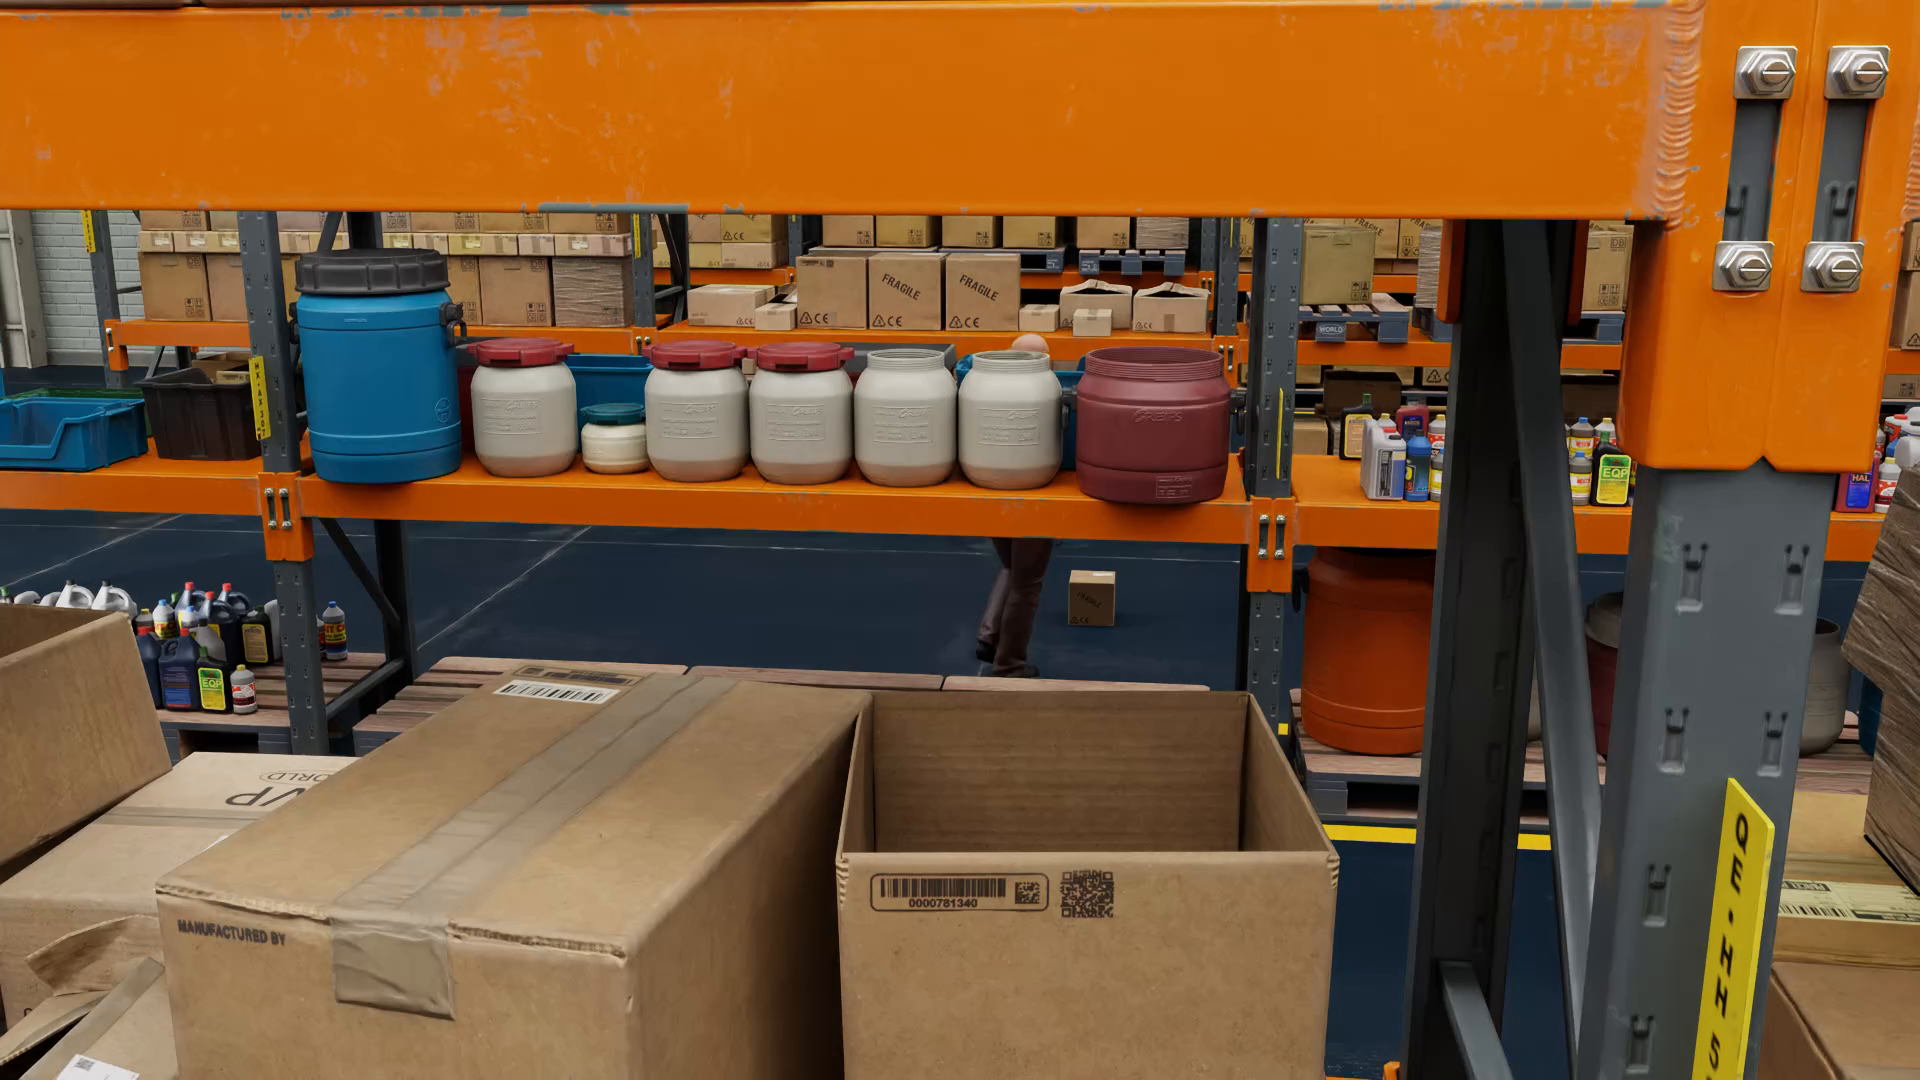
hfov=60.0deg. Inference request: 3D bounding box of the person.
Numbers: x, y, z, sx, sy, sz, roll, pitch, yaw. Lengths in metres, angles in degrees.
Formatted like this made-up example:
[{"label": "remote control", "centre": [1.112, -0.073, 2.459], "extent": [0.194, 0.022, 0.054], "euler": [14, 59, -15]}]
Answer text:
[{"label": "person", "centre": [0.304, -0.142, 8.089], "extent": [0.551, 1.711, 0.485], "euler": [11, 18, 36]}]
